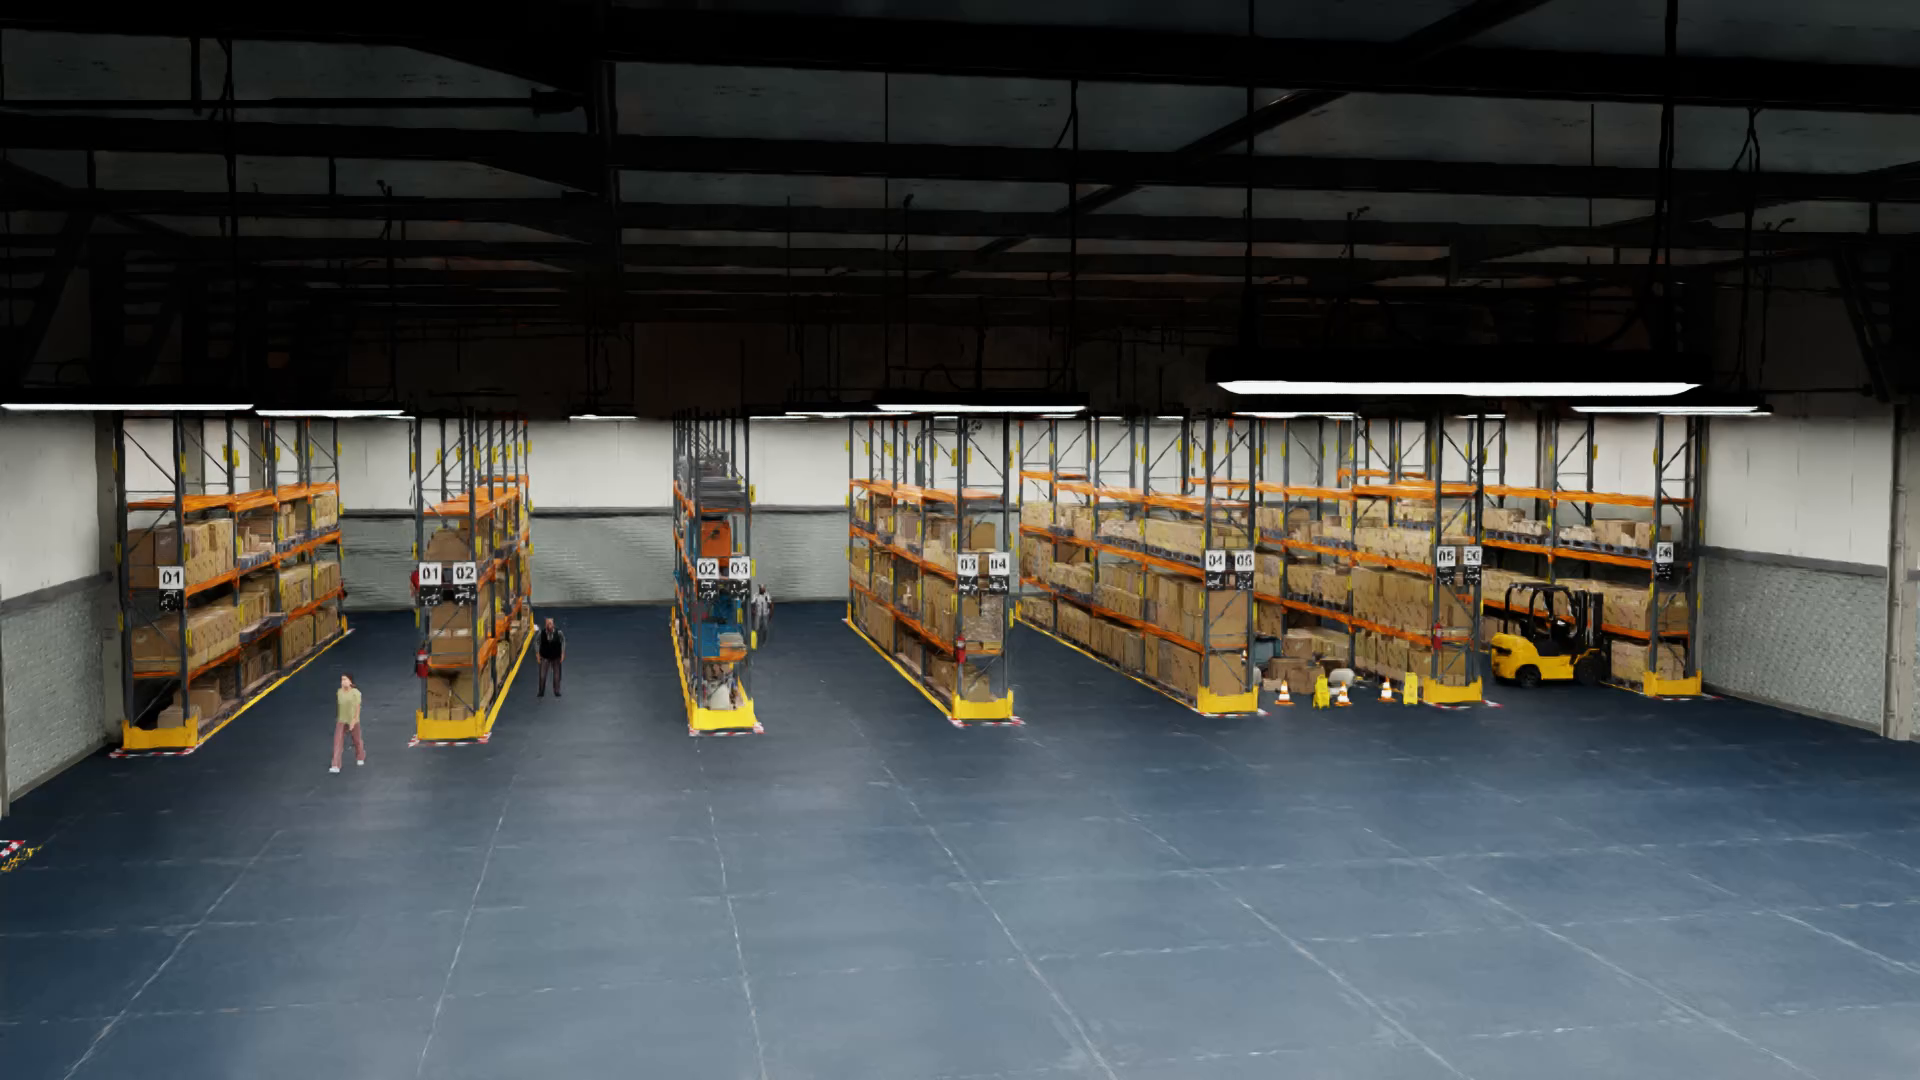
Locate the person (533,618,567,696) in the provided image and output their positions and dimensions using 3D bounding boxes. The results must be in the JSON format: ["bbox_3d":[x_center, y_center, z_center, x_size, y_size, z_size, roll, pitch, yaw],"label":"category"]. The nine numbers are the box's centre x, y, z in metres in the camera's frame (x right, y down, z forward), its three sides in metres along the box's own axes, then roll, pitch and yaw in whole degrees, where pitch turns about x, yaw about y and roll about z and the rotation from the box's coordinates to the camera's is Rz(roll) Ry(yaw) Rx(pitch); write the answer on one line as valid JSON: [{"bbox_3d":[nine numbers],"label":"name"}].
[{"bbox_3d":[-8.528,2.435,34.610,0.677,1.671,0.534,-1,4,-13],"label":"person"}]

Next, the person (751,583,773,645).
[{"bbox_3d":[-5.082,1.892,42.557,0.592,1.629,0.526,-1,4,-13],"label":"person"}]

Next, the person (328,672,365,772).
[{"bbox_3d":[-10.033,2.966,27.277,0.444,1.605,1.018,0,4,-3],"label":"person"}]

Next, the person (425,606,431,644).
[{"bbox_3d":[-13.751,1.898,42.941,0.417,1.517,1.037,-1,4,-9],"label":"person"}]

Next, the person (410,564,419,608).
[{"bbox_3d":[-15.599,1.470,48.036,0.542,1.645,1.126,-1,4,-9],"label":"person"}]
